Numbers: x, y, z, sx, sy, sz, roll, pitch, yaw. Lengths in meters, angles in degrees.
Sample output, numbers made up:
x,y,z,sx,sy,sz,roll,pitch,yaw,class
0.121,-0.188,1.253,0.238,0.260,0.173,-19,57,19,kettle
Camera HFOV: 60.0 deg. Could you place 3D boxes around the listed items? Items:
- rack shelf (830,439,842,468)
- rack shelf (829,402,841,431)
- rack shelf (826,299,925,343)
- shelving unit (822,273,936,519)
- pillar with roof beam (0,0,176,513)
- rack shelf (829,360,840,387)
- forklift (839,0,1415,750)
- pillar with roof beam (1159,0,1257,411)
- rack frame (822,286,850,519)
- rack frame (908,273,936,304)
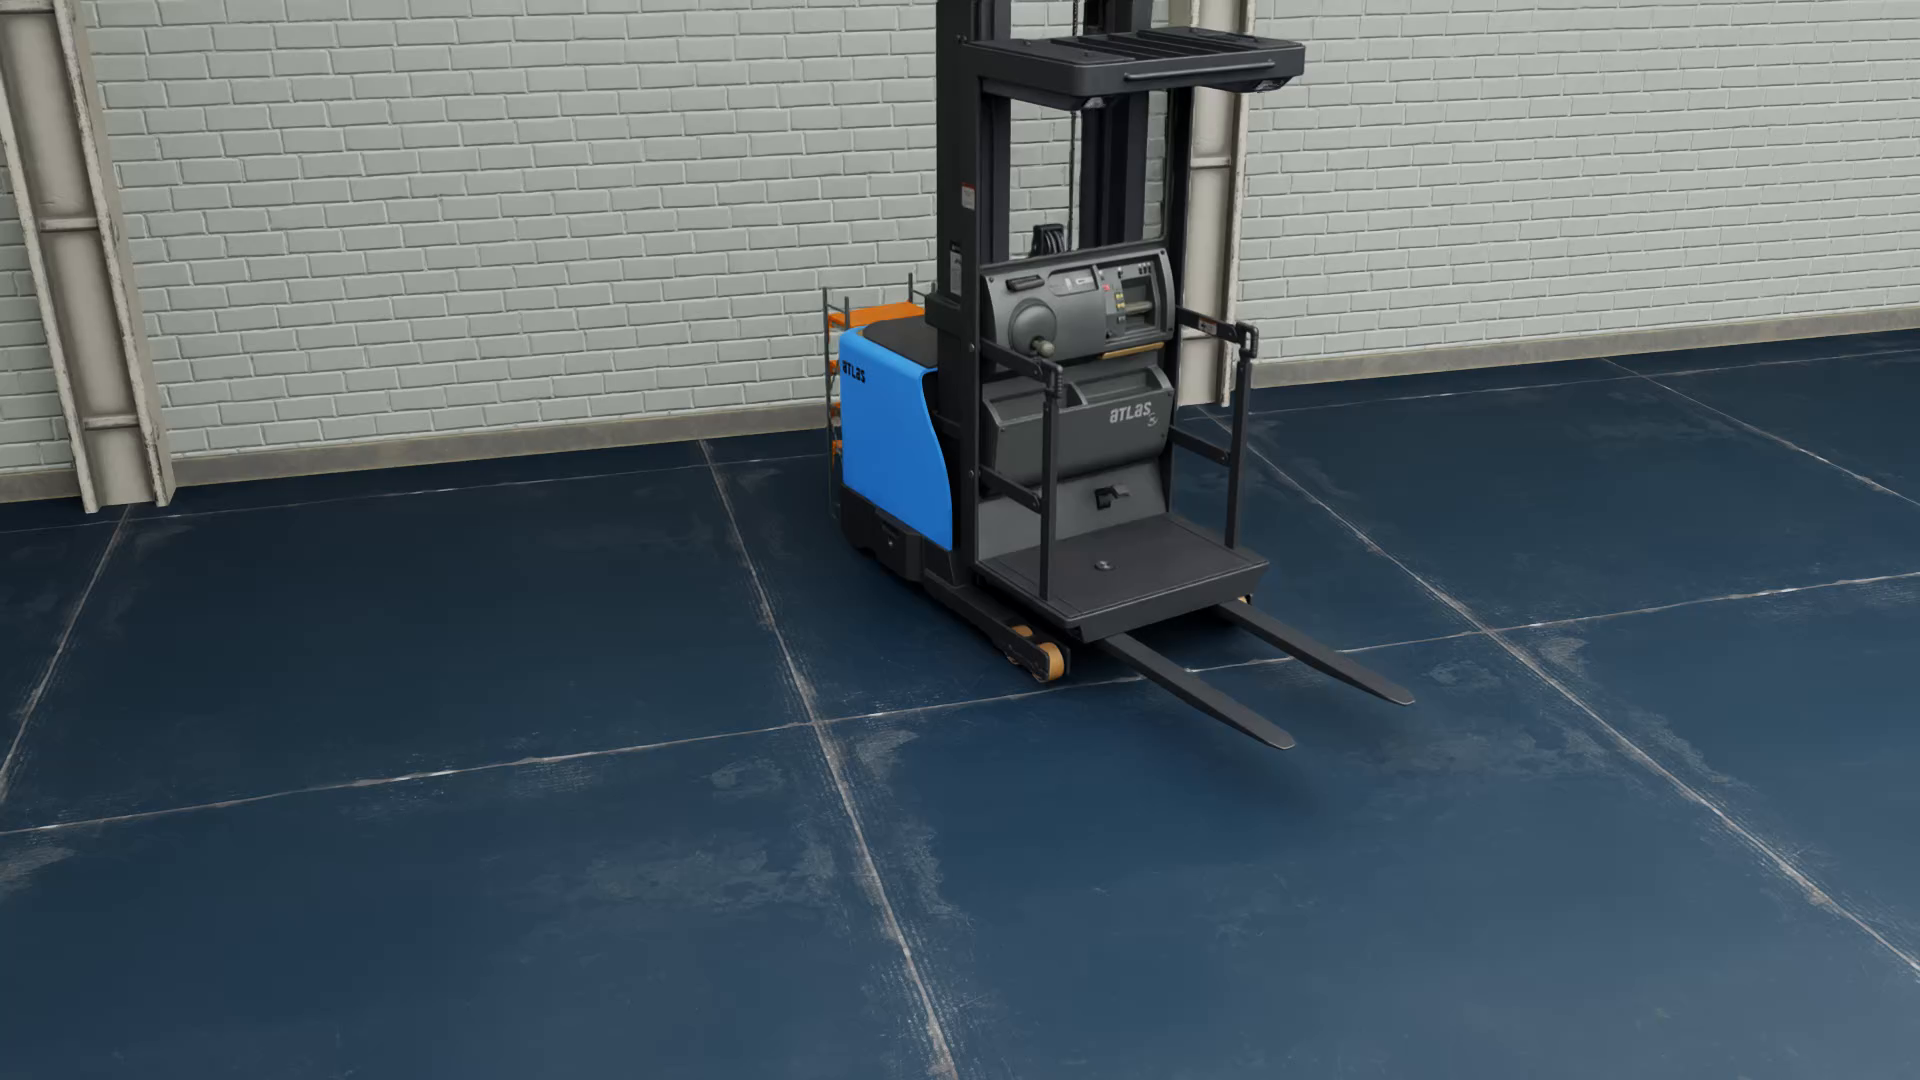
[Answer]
x,y,z,sx,sy,sz,roll,pitch,yaw,class
-0.392,-0.448,8.446,0.480,0.148,0.258,-14,27,-30,rack shelf
-0.392,-0.630,8.368,0.480,0.148,0.258,-14,27,-30,rack shelf
-0.392,-1.053,8.187,0.480,0.148,0.258,-14,27,-30,rack shelf
-0.392,-0.692,8.342,0.503,1.200,0.258,-14,27,-30,shelving unit
-3.197,-2.718,3.171,0.400,9.000,9.100,-6,24,-14,pillar with roof beam
-0.392,-0.836,8.280,0.480,0.148,0.258,-14,27,-30,rack shelf
0.627,-0.968,6.789,1.130,2.935,3.031,-14,27,-30,forklift
2.580,-3.357,4.661,0.400,9.000,9.100,-6,24,-14,pillar with roof beam
-0.597,-0.640,8.220,0.015,1.200,0.240,-14,27,-30,rack frame
-0.187,-0.745,8.464,0.015,1.200,0.240,-14,27,-30,rack frame
